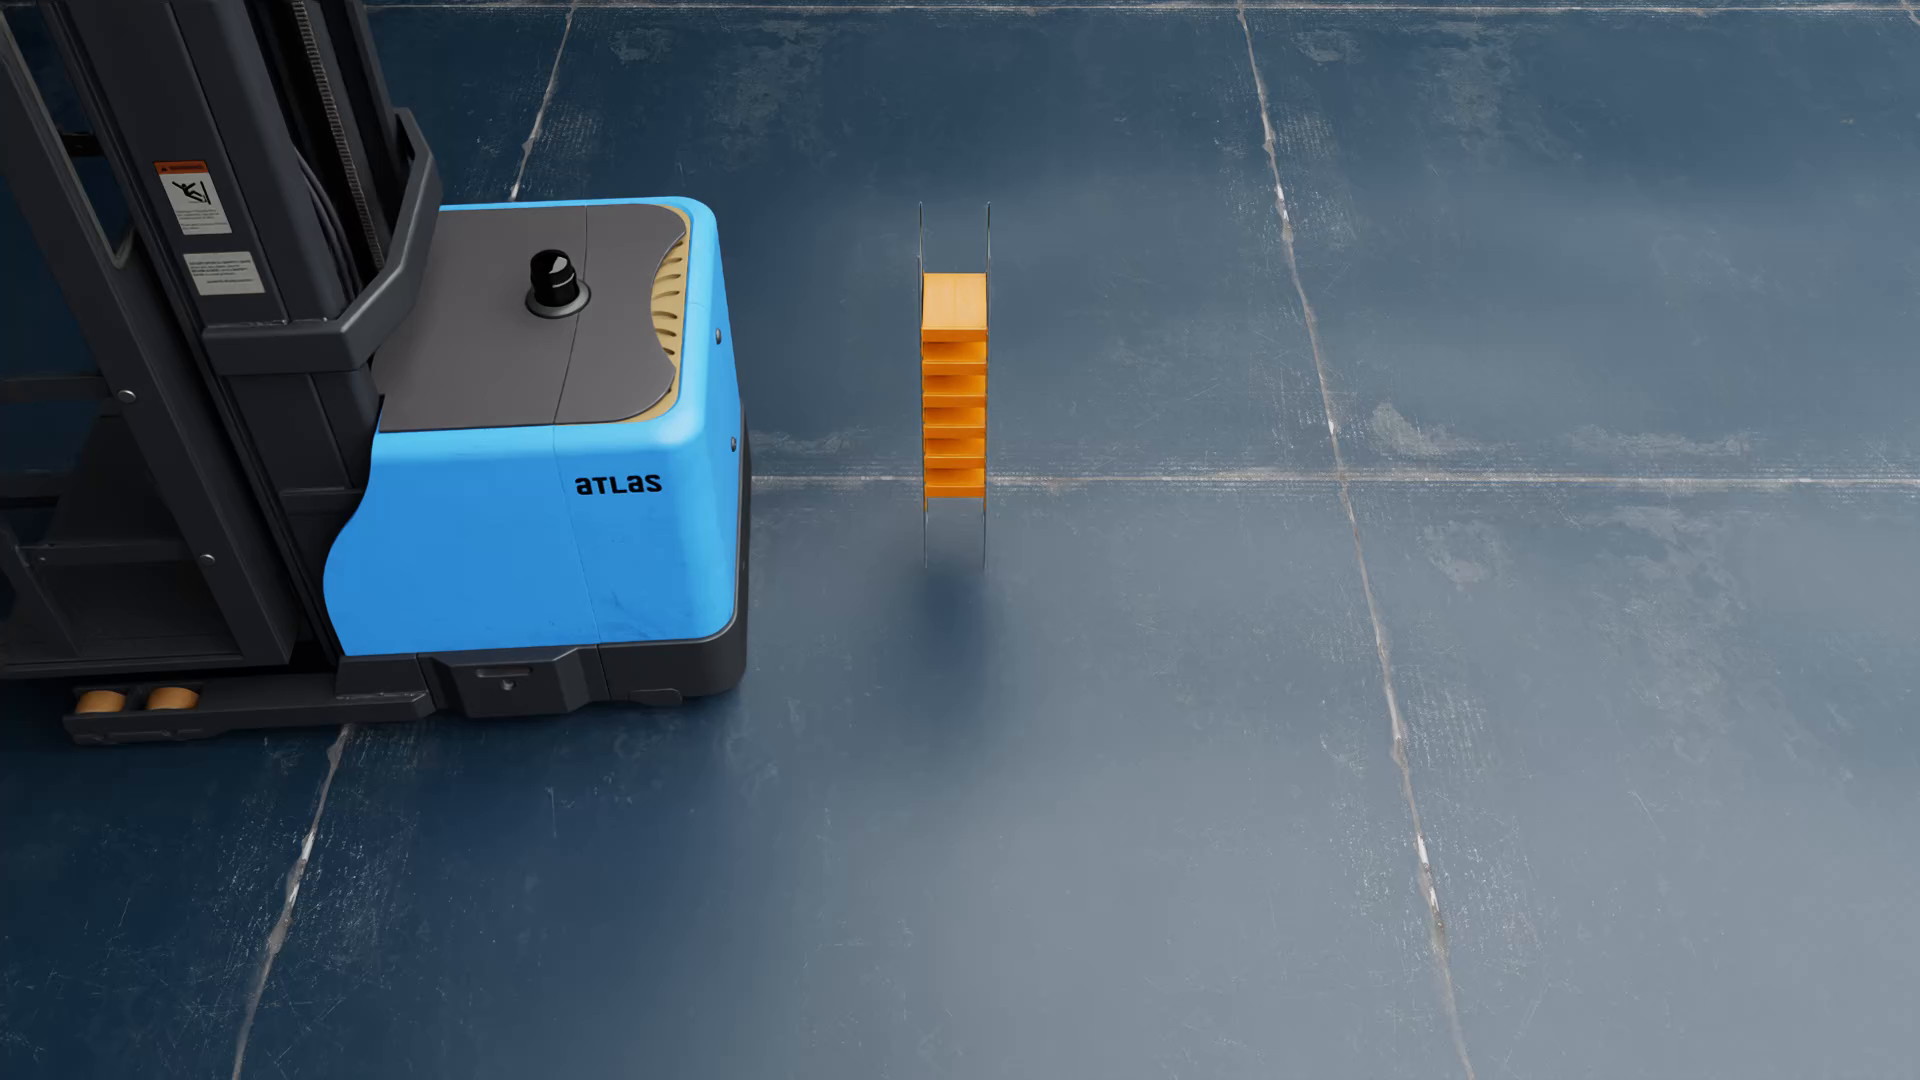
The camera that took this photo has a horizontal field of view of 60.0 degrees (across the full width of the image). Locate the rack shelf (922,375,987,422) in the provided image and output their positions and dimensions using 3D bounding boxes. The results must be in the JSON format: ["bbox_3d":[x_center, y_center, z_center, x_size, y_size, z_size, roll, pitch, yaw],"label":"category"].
[{"bbox_3d":[-0.014,-0.460,4.756,0.180,0.103,0.258,0,47,0],"label":"rack shelf"}]

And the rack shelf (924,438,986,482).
[{"bbox_3d":[-0.014,-0.297,4.931,0.180,0.103,0.258,0,47,0],"label":"rack shelf"}]

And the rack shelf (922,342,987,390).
[{"bbox_3d":[-0.014,-0.542,4.668,0.180,0.103,0.258,0,47,0],"label":"rack shelf"}]

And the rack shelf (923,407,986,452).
[{"bbox_3d":[-0.014,-0.379,4.843,0.180,0.103,0.258,0,47,0],"label":"rack shelf"}]

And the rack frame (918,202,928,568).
[{"bbox_3d":[-0.106,-0.409,4.811,0.006,1.200,0.240,0,47,0],"label":"rack frame"}]

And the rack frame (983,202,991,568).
[{"bbox_3d":[0.077,-0.409,4.811,0.006,1.200,0.240,0,47,0],"label":"rack frame"}]

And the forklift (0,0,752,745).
[{"bbox_3d":[-2.159,-0.822,4.013,3.031,2.935,1.130,-3,47,-3],"label":"forklift"}]

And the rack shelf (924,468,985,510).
[{"bbox_3d":[-0.014,-0.215,5.019,0.180,0.103,0.258,0,47,0],"label":"rack shelf"}]

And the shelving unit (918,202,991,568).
[{"bbox_3d":[-0.014,-0.409,4.811,0.189,1.200,0.258,0,47,0],"label":"shelving unit"}]

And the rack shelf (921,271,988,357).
[{"bbox_3d":[-0.014,-0.624,4.580,0.180,0.103,0.258,0,47,0],"label":"rack shelf"}]
